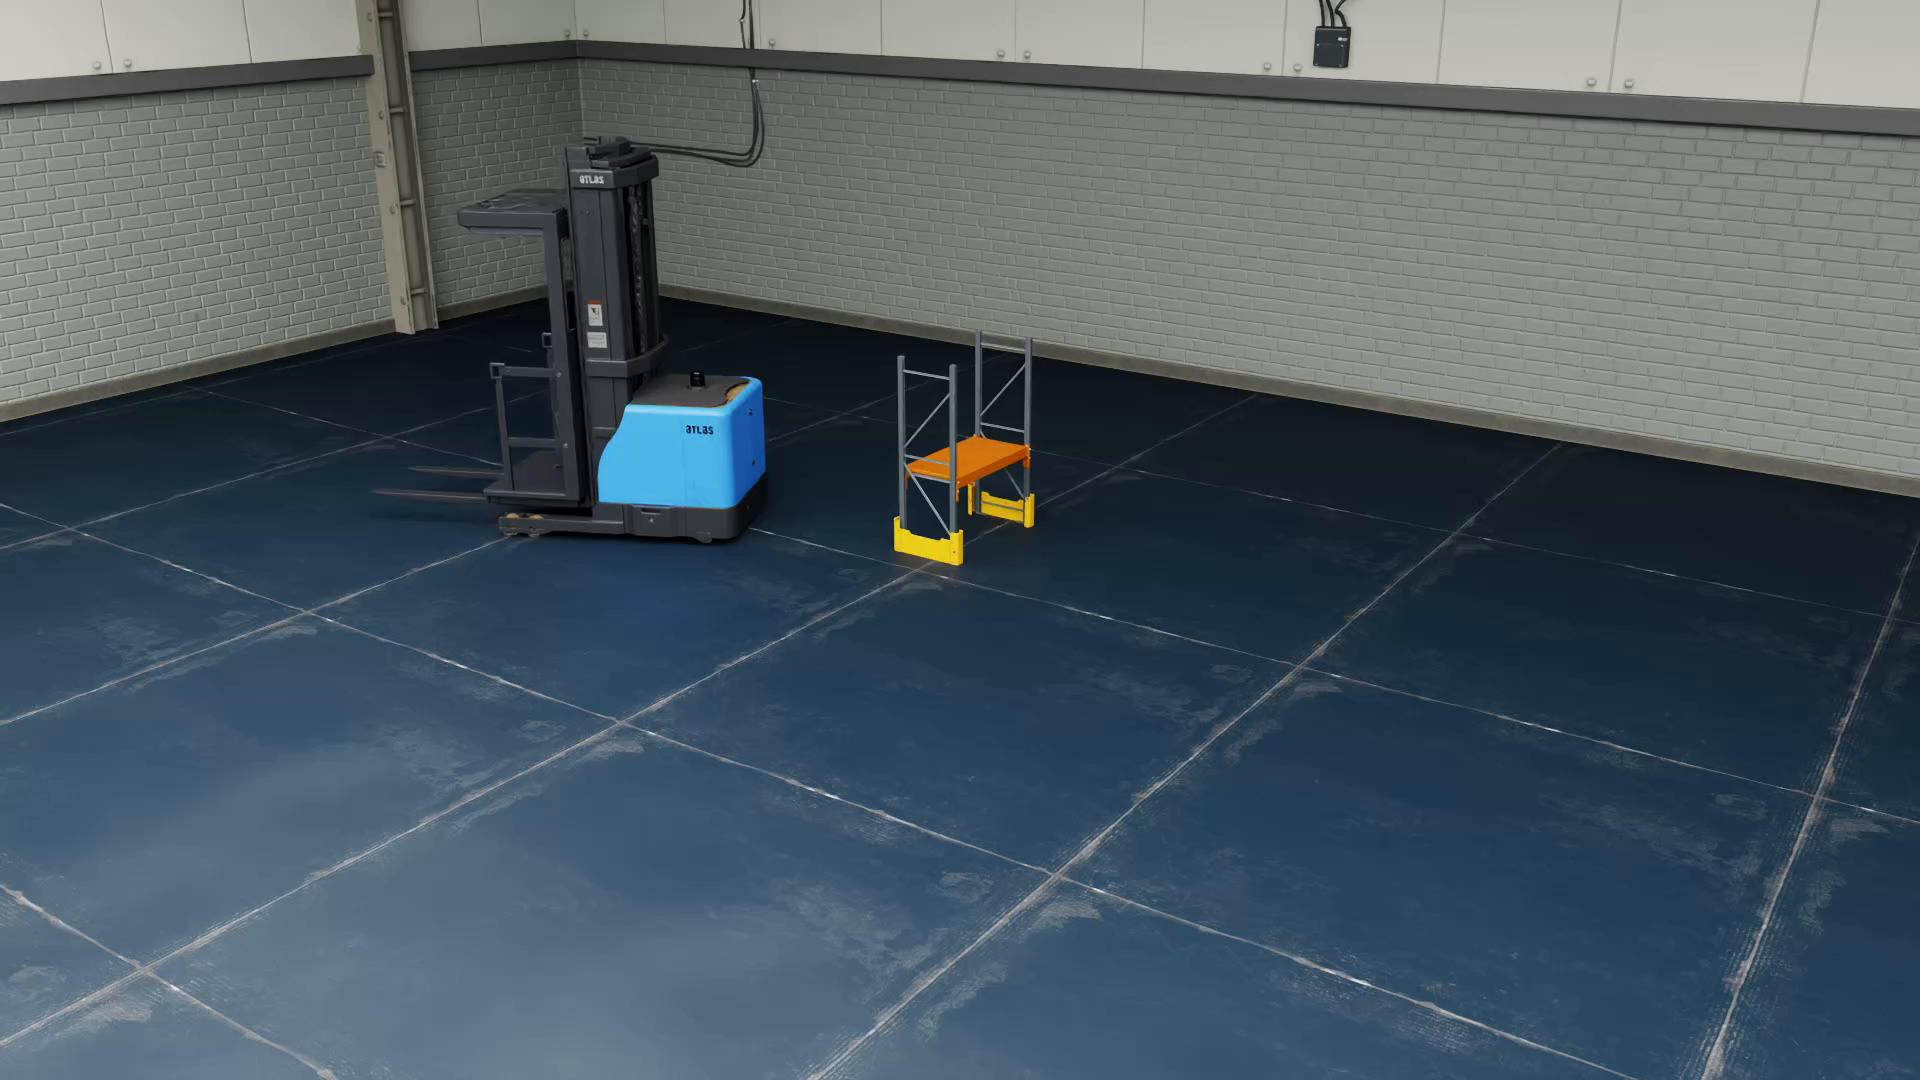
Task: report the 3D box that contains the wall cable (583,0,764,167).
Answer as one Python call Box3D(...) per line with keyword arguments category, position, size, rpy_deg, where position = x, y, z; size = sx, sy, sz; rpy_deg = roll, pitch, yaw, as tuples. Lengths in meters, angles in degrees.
Box3D(category="wall cable", position=(-3.591, -5.810, 19.976), size=(3.097, 2.526, 0.112), rpy_deg=(13, 24, 32))

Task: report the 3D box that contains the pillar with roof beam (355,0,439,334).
Box3D(category="pillar with roof beam", position=(-2.781, -5.839, 15.579), size=(9.100, 9.000, 0.400), rpy_deg=(13, 24, 32))

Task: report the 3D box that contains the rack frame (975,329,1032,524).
Box3D(category="rack frame", position=(0.334, -0.874, 12.965), size=(0.500, 1.500, 0.032), rpy_deg=(13, 24, 32))

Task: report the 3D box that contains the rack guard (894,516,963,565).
Box3D(category="rack guard", position=(-0.237, 0.004, 12.394), size=(0.587, 0.250, 0.087), rpy_deg=(13, 24, 32))

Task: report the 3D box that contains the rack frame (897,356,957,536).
Box3D(category="rack frame", position=(-0.238, -0.582, 12.177), size=(0.500, 1.500, 0.032), rpy_deg=(13, 24, 32))

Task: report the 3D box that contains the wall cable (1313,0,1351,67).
Box3D(category="wall cable", position=(4.251, -7.005, 13.829), size=(2.305, 6.003, 0.169), rpy_deg=(13, 24, 32))

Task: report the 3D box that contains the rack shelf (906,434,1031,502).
Box3D(category="rack shelf", position=(0.048, -0.559, 12.633), size=(0.538, 0.185, 1.000), rpy_deg=(13, 24, 32))

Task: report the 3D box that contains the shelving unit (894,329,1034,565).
Box3D(category="shelving unit", position=(0.043, -0.725, 12.564), size=(0.587, 1.500, 1.083), rpy_deg=(13, 24, 32))

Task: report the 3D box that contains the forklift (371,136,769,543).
Box3D(category="forklift", position=(-3.111, -1.574, 12.795), size=(3.031, 2.935, 1.130), rpy_deg=(3, 21, 9))

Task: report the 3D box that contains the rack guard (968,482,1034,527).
Box3D(category="rack guard", position=(0.323, -0.282, 13.167), size=(0.587, 0.250, 0.087), rpy_deg=(13, 24, 32))
